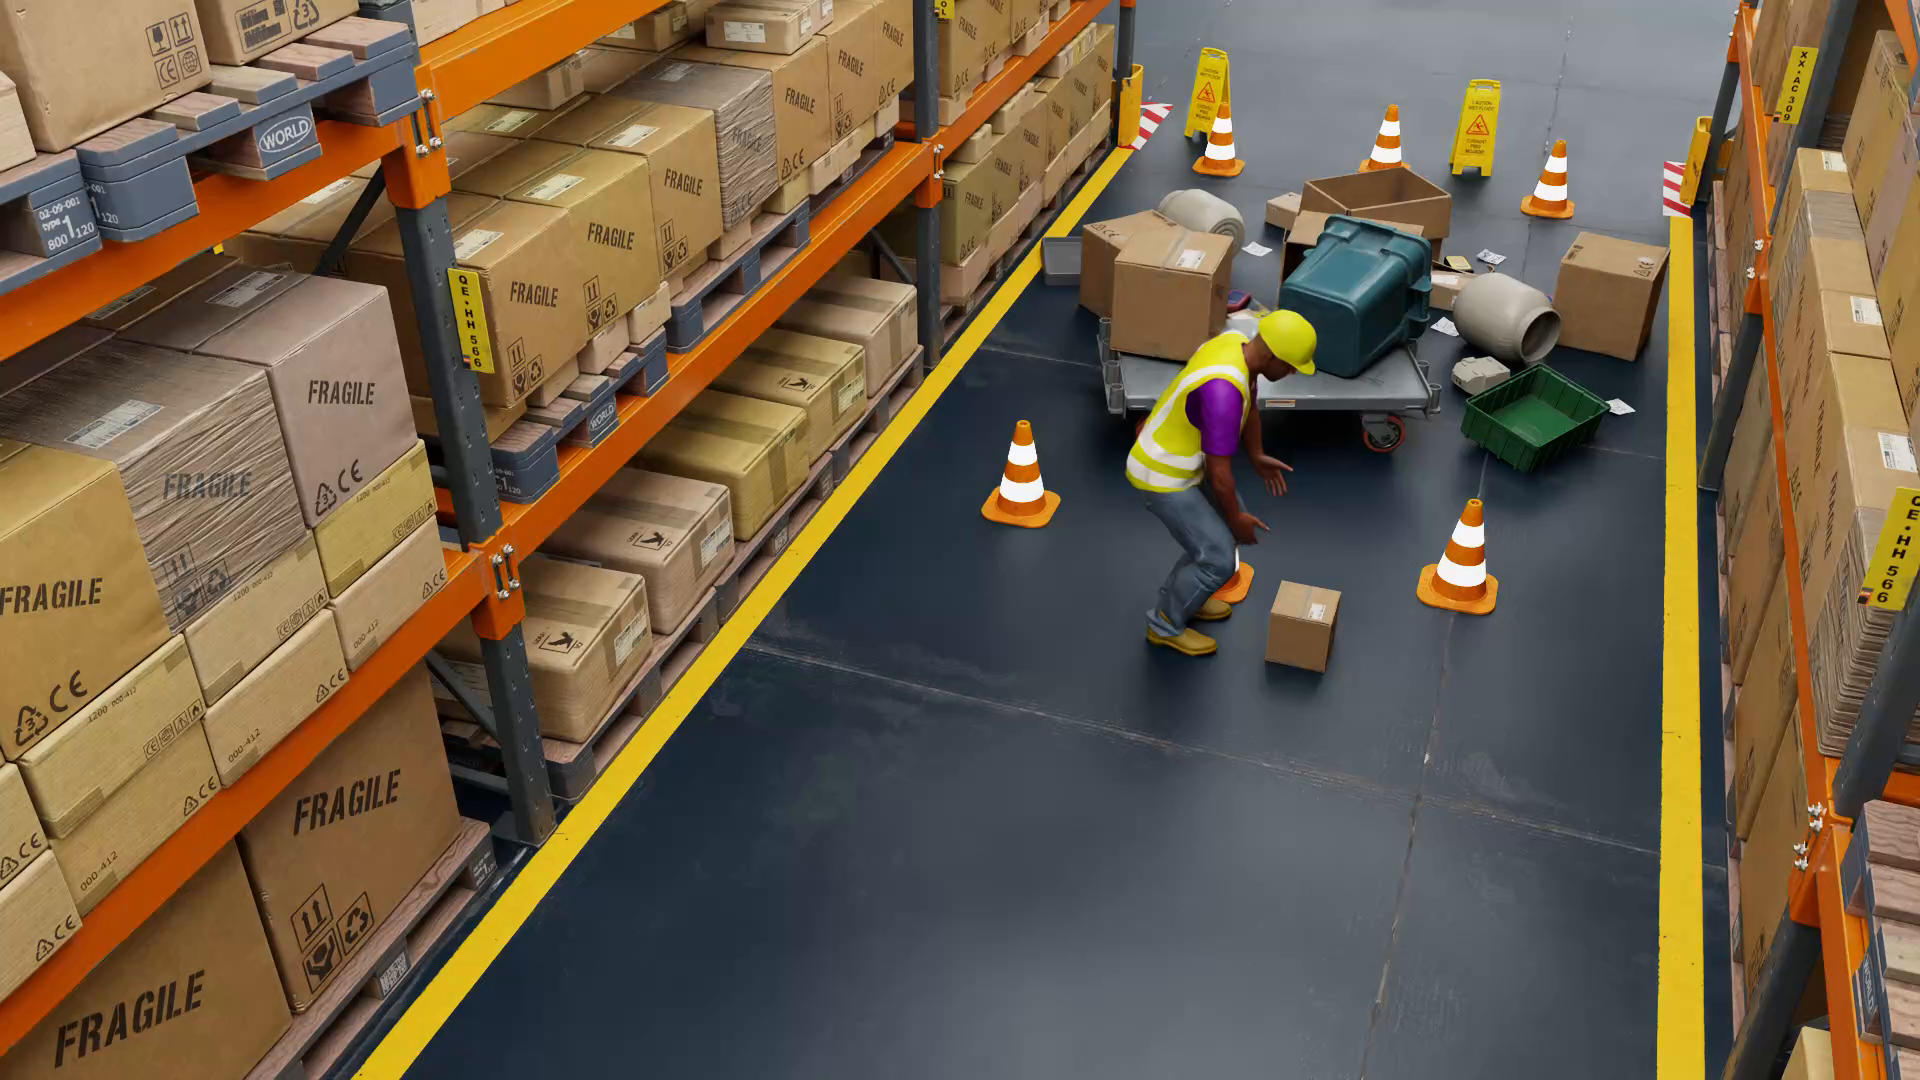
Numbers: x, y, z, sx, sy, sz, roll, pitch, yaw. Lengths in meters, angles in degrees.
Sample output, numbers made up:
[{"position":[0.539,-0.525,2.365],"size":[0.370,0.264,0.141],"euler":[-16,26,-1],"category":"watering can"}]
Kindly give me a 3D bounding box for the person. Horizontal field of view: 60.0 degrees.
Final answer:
[{"position":[1.035,-0.270,6.761],"size":[0.687,1.517,0.627],"euler":[11,35,17],"category":"person"}]
